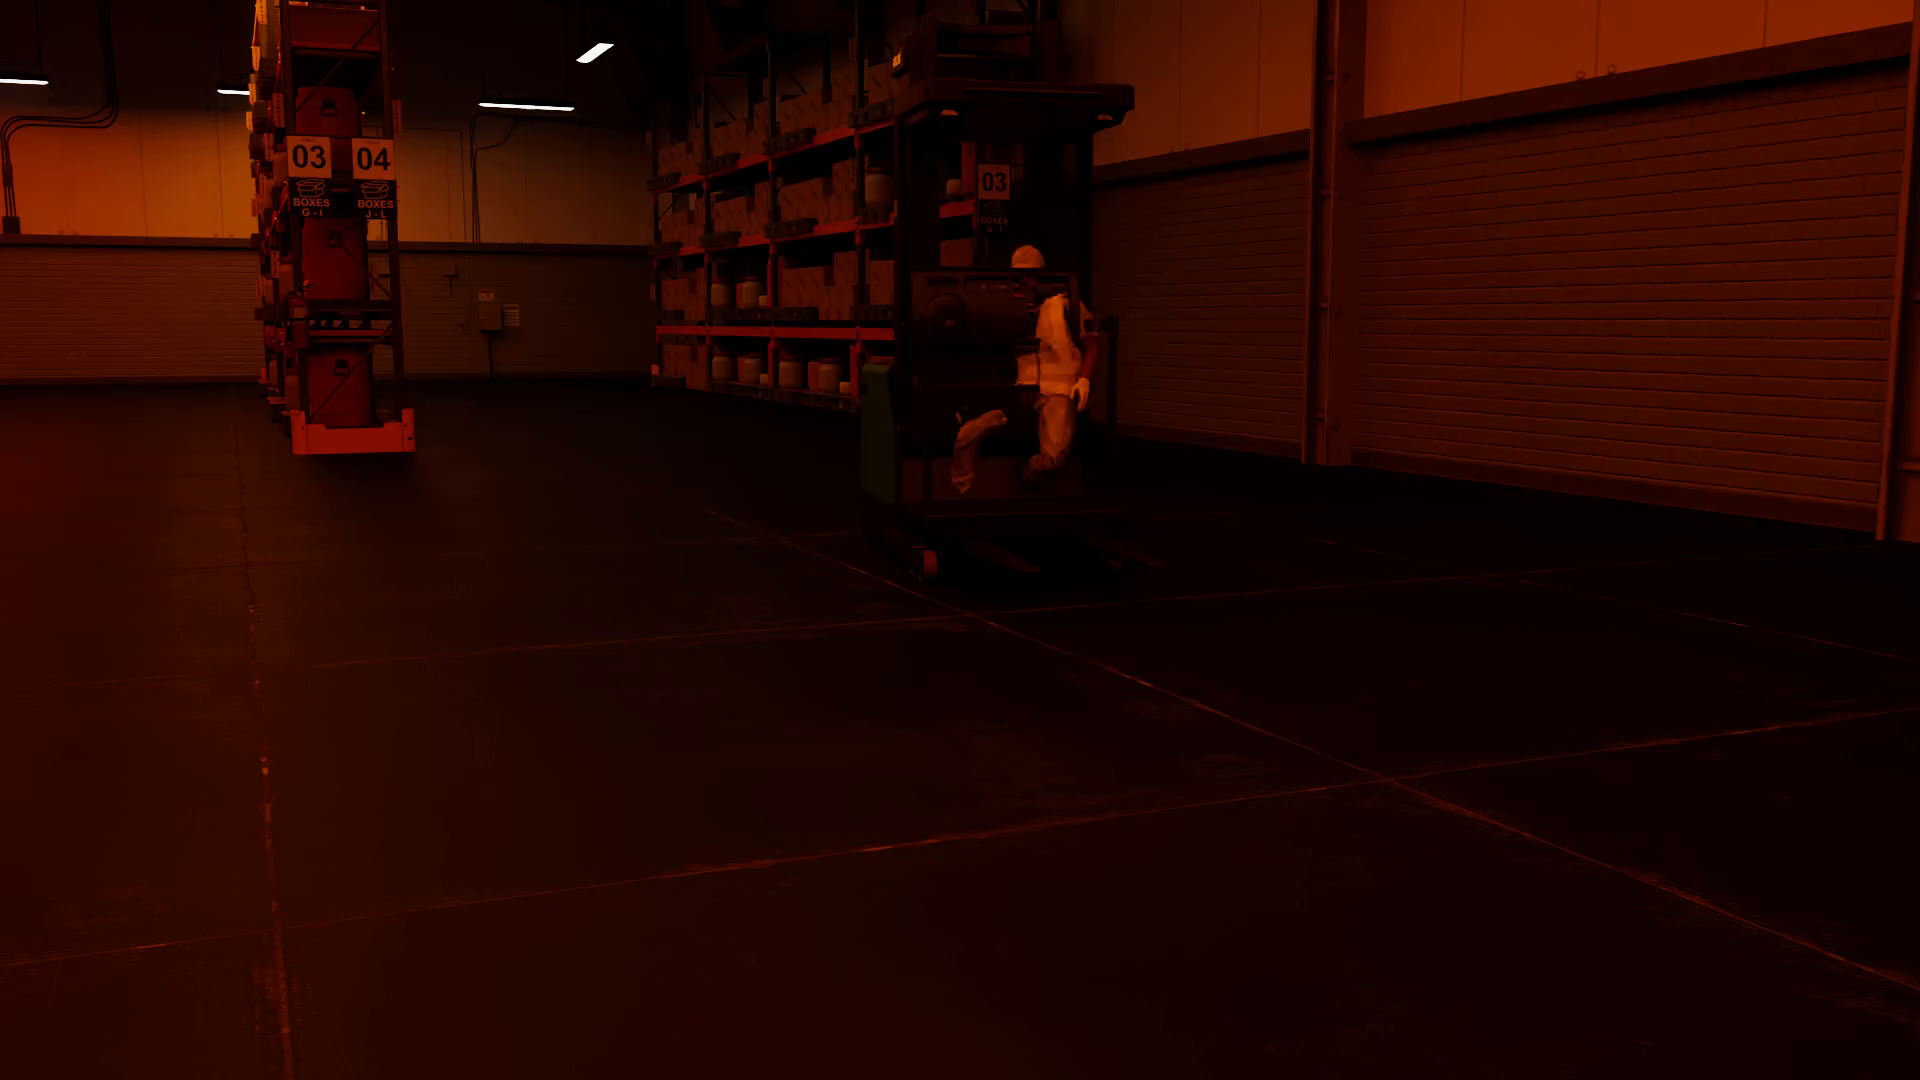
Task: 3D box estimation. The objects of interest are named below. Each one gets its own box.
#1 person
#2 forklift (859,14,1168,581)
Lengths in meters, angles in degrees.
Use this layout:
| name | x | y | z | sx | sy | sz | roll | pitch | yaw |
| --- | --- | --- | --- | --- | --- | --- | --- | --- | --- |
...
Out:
| name | x | y | z | sx | sy | sz | roll | pitch | yaw |
| --- | --- | --- | --- | --- | --- | --- | --- | --- | --- |
| person | 0.313 | -0.844 | 9.041 | 0.819 | 1.514 | 0.721 | 3 | 8 | 22 |
| forklift | 0.246 | -1.294 | 8.755 | 1.130 | 2.935 | 3.031 | -2 | 8 | -14 |
